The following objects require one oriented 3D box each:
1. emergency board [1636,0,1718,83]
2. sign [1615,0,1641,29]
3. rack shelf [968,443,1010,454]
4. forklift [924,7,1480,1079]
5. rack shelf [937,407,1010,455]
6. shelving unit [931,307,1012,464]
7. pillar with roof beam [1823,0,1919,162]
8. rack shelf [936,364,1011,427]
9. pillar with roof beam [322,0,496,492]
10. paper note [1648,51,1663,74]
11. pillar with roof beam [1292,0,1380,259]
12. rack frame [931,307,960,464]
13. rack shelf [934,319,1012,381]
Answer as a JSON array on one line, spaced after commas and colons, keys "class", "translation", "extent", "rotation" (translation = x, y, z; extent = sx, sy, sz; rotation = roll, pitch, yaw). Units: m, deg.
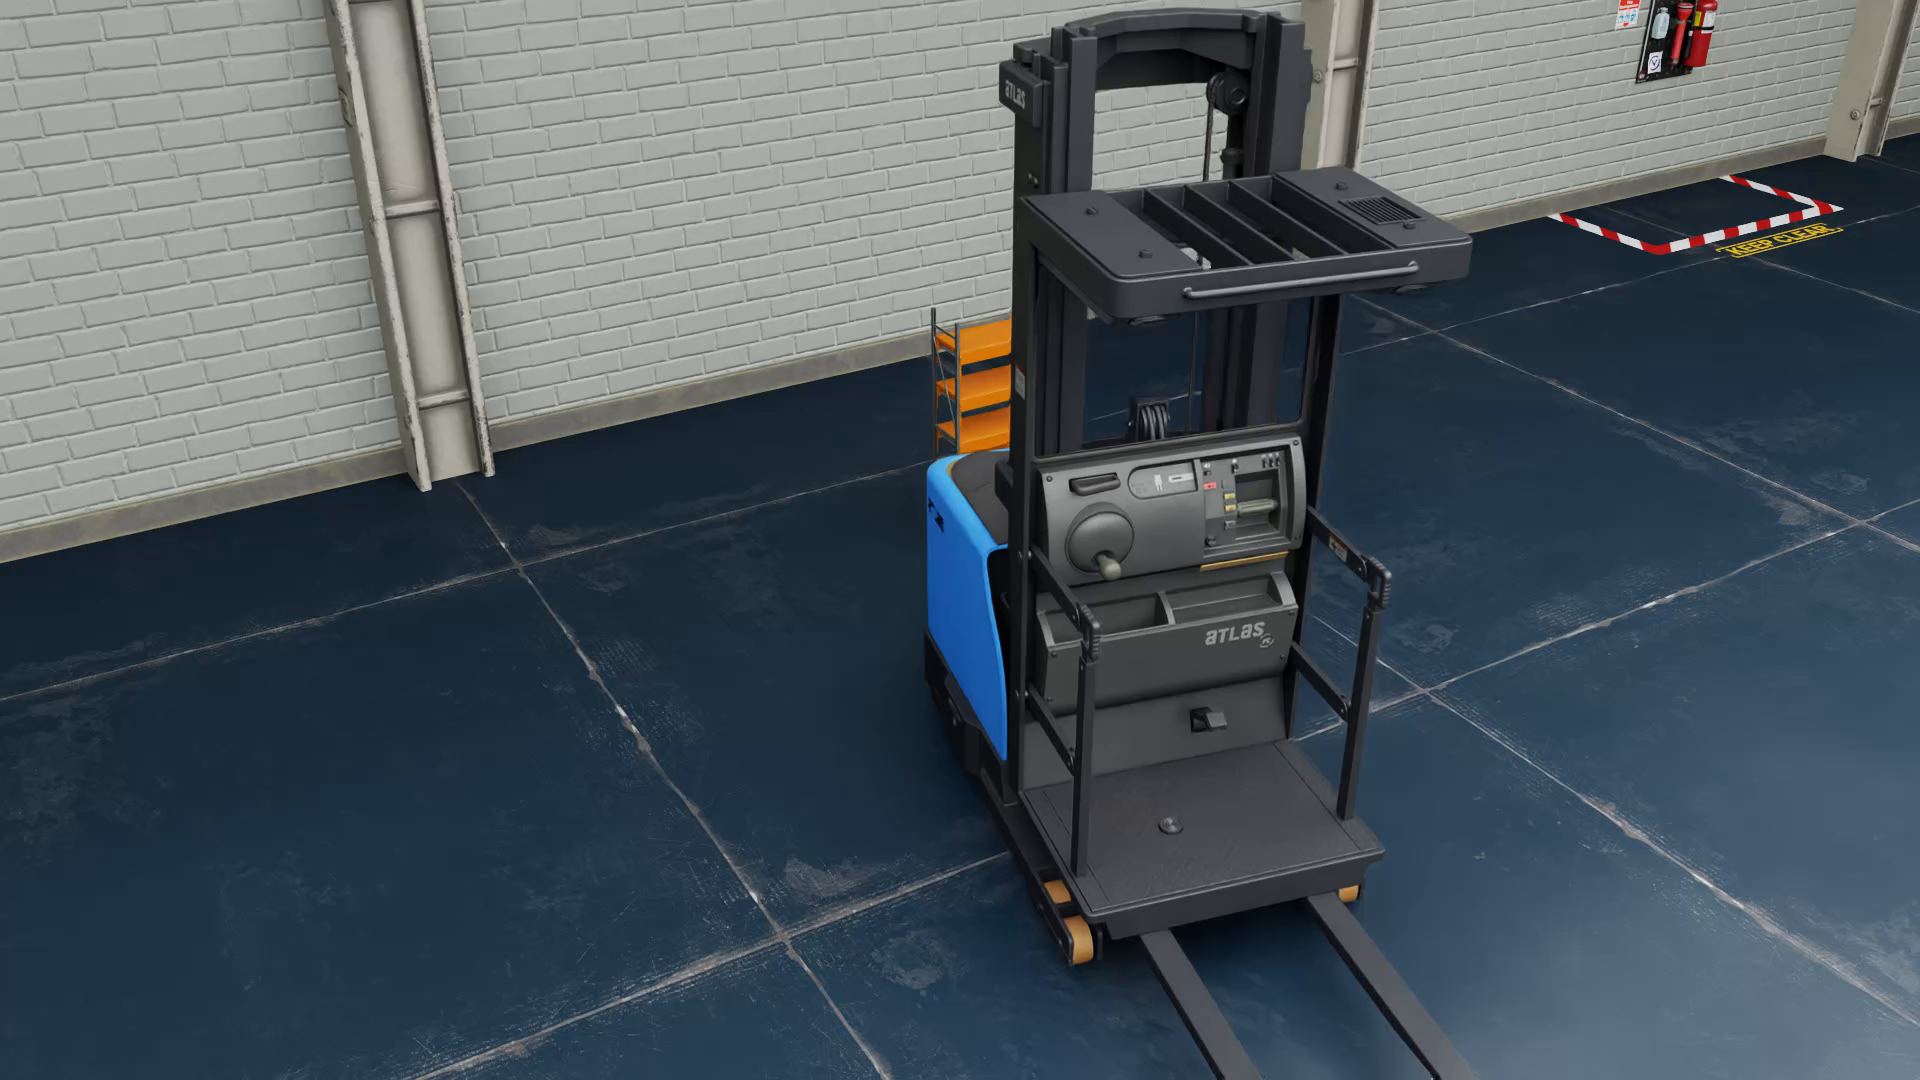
[{"class": "emergency board", "translation": [5.468, -4.026, 12.441], "extent": [0.643, 1.169, 0.194], "rotation": [-16, 33, -26]}, {"class": "sign", "translation": [4.939, -3.950, 12.265], "extent": [0.234, 0.329, 0.001], "rotation": [-16, 33, -26]}, {"class": "rack shelf", "translation": [0.143, -0.333, 8.162], "extent": [0.480, 0.148, 0.258], "rotation": [-16, 33, -26]}, {"class": "forklift", "translation": [0.782, -0.061, 5.328], "extent": [1.130, 2.935, 3.031], "rotation": [-9, 30, -15]}, {"class": "rack shelf", "translation": [0.143, -0.507, 8.066], "extent": [0.480, 0.148, 0.258], "rotation": [-16, 33, -26]}, {"class": "shelving unit", "translation": [0.143, -0.566, 8.034], "extent": [0.503, 1.200, 0.258], "rotation": [-16, 33, -26]}, {"class": "pillar with roof beam", "translation": [9.799, -5.449, 8.809], "extent": [0.400, 9.000, 9.100], "rotation": [-16, 33, -26]}, {"class": "rack shelf", "translation": [0.143, -0.703, 7.958], "extent": [0.480, 0.148, 0.258], "rotation": [-16, 33, -26]}, {"class": "pillar with roof beam", "translation": [-0.547, -2.511, 3.487], "extent": [0.400, 9.000, 9.100], "rotation": [-16, 33, -26]}, {"class": "paper note", "translation": [5.280, -3.626, 12.628], "extent": [0.142, 0.148, 0.016], "rotation": [-16, 33, -26]}, {"class": "pillar with roof beam", "translation": [4.626, -3.980, 6.148], "extent": [0.400, 9.000, 9.100], "rotation": [-16, 33, -26]}, {"class": "rack frame", "translation": [-0.068, -0.506, 7.925], "extent": [0.015, 1.200, 0.240], "rotation": [-16, 33, -26]}, {"class": "rack shelf", "translation": [0.143, -0.910, 7.844], "extent": [0.480, 0.148, 0.258], "rotation": [-16, 33, -26]}]
